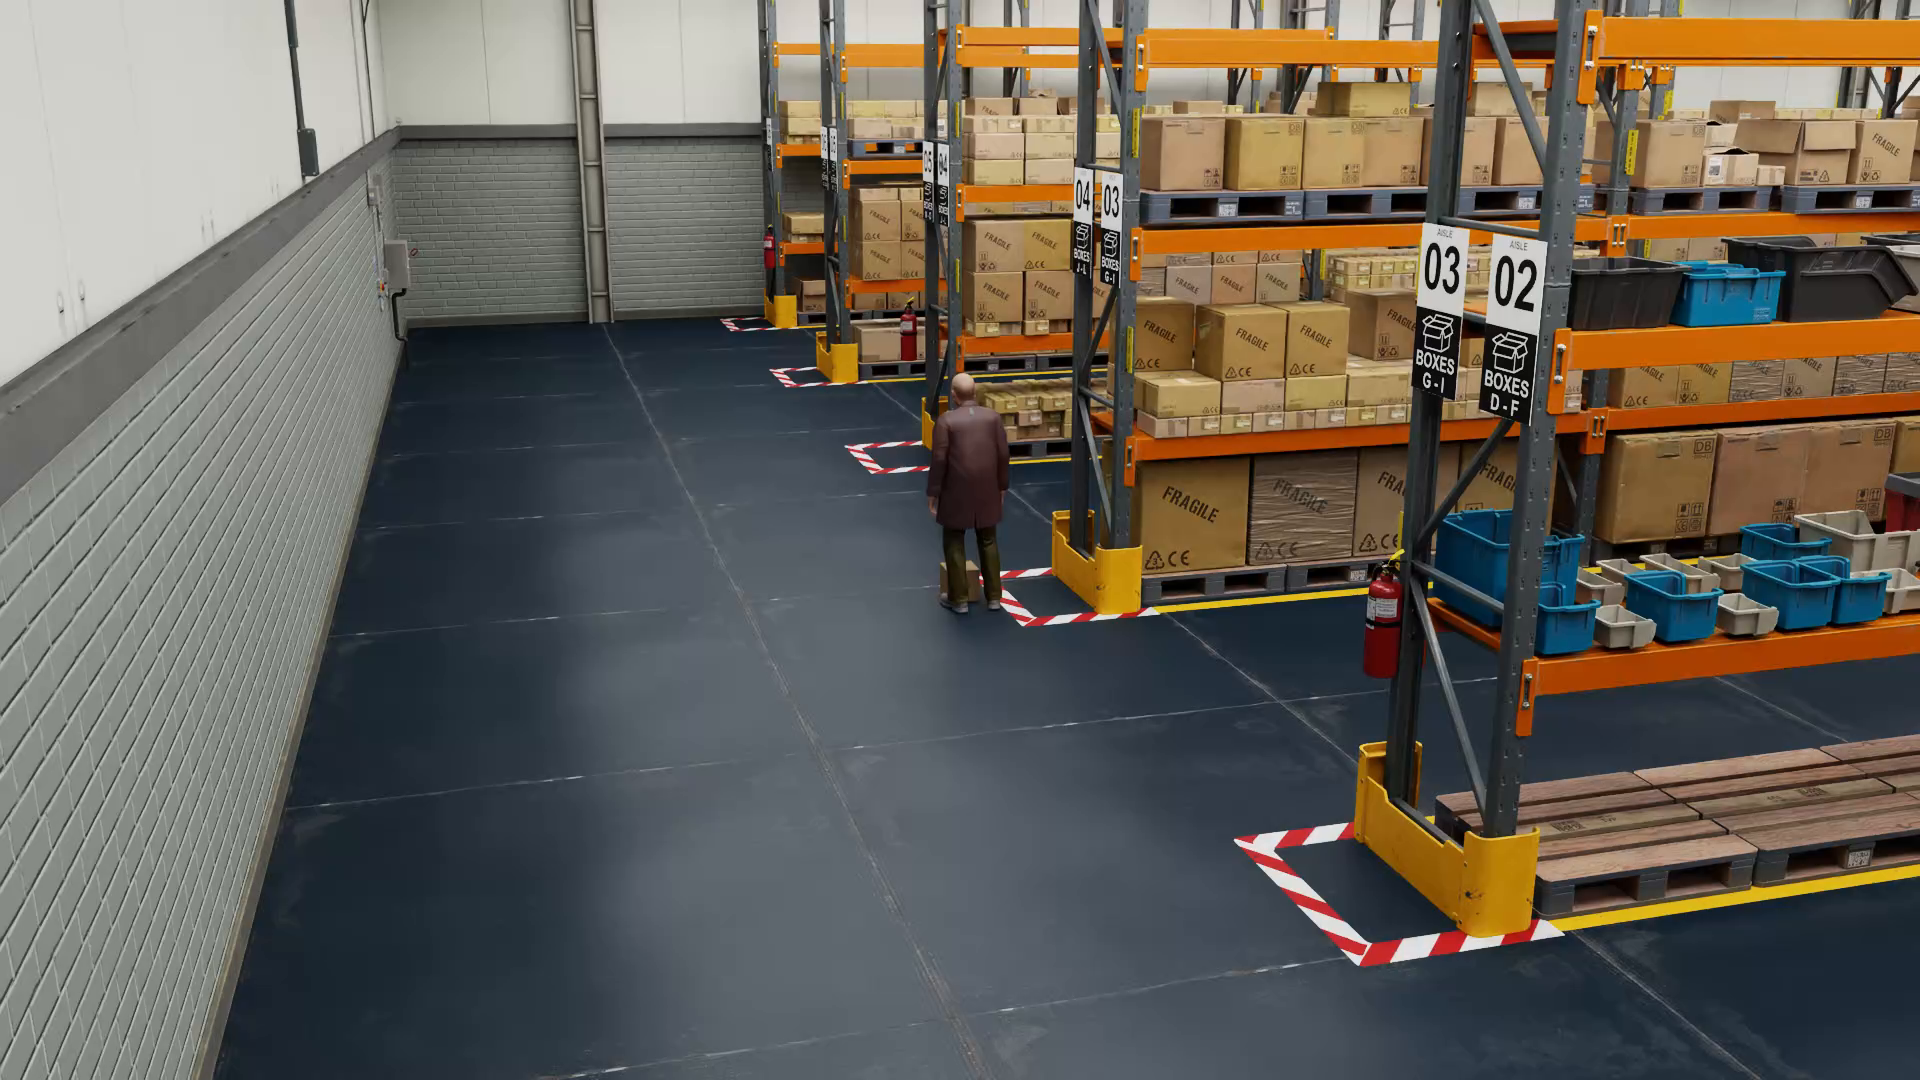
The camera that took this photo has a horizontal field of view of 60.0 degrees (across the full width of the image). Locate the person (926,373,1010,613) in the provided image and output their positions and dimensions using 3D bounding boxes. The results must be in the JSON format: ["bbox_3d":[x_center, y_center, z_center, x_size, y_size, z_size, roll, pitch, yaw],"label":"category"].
[{"bbox_3d":[0.057,-0.349,12.295,0.653,1.773,0.425,-5,17,-18],"label":"person"}]
